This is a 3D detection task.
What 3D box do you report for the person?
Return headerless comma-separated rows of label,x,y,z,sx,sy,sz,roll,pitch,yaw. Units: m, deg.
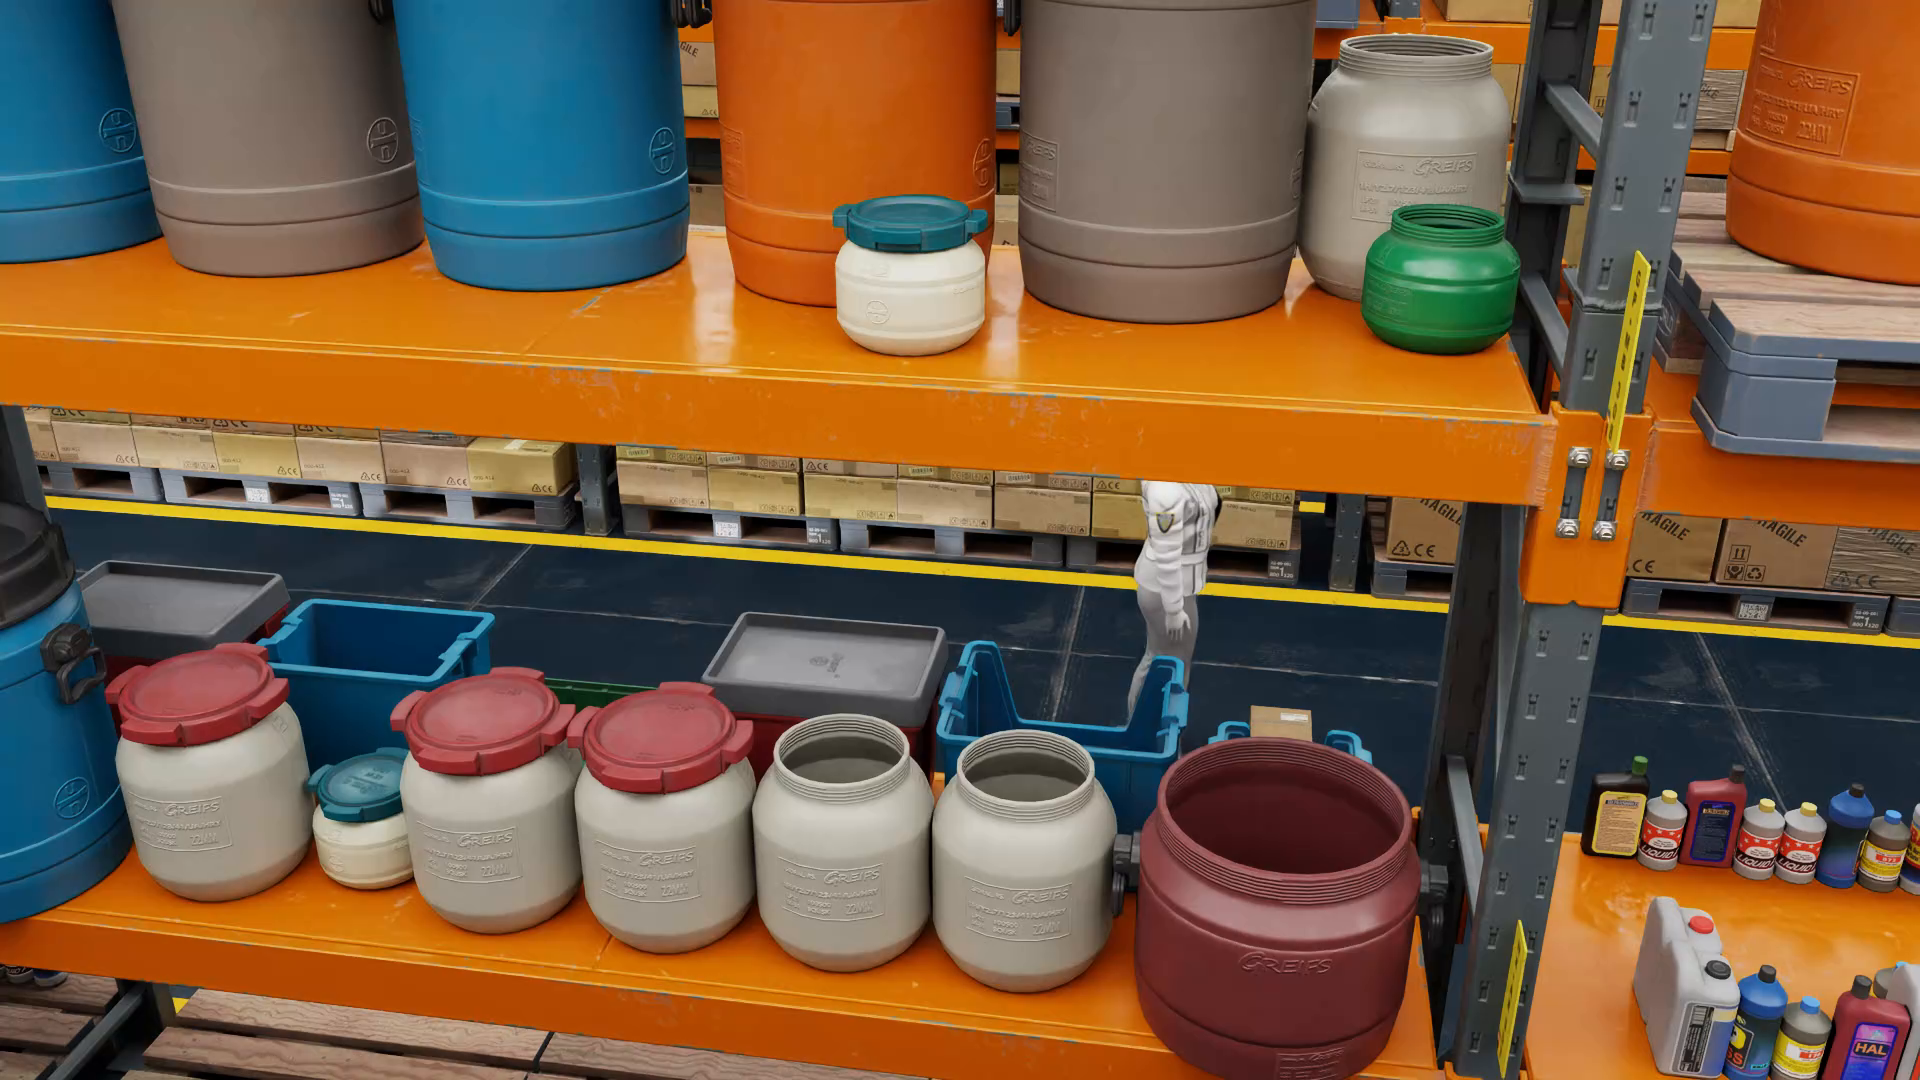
person,0.848,0.216,6.708,0.357,1.752,0.468,5,25,10
